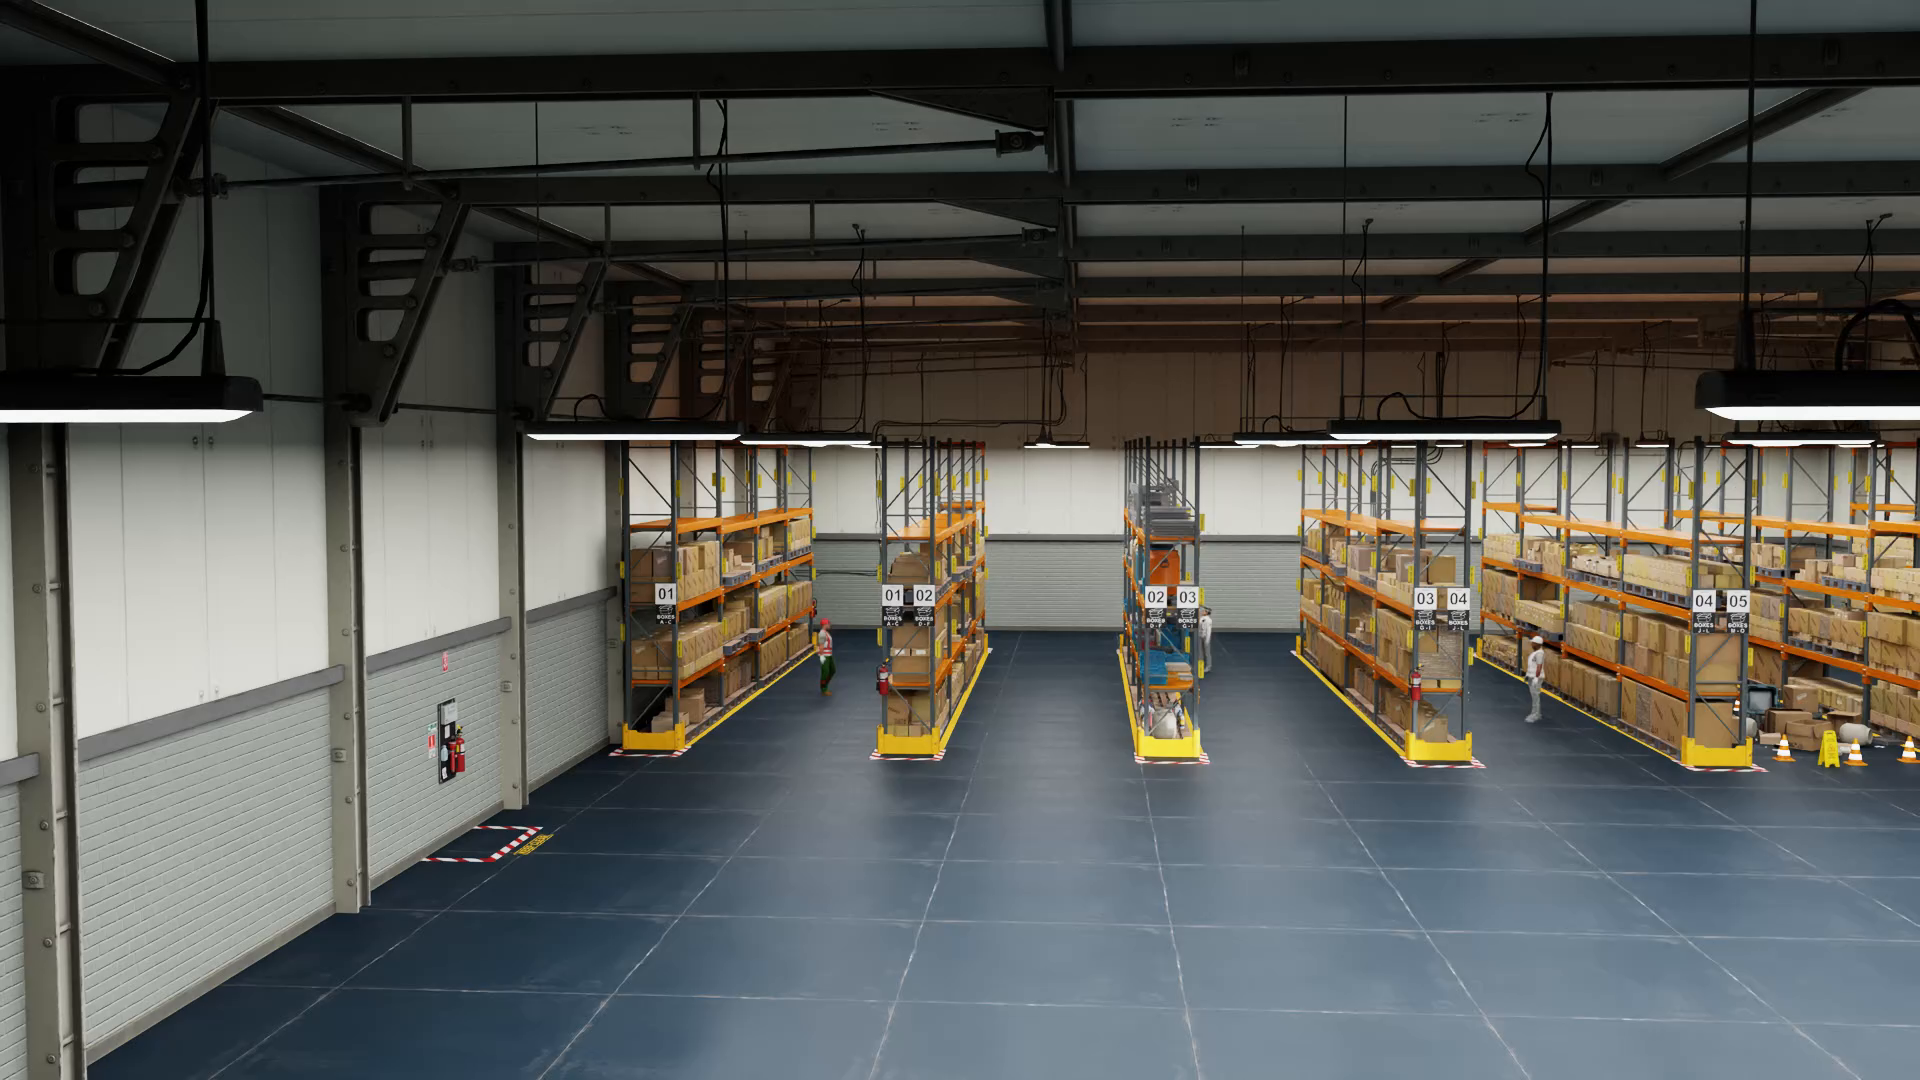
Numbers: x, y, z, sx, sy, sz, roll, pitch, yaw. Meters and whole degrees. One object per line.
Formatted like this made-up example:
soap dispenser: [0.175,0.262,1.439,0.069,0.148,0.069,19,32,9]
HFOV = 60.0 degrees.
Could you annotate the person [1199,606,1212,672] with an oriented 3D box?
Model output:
person: [6.364,2.559,43.283,0.392,1.699,0.523,-2,4,-32]

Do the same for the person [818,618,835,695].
person: [-3.141,2.746,39.089,0.403,1.808,0.610,1,3,10]

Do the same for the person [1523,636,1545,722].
person: [12.175,2.944,35.314,0.530,1.807,0.573,0,3,-7]
